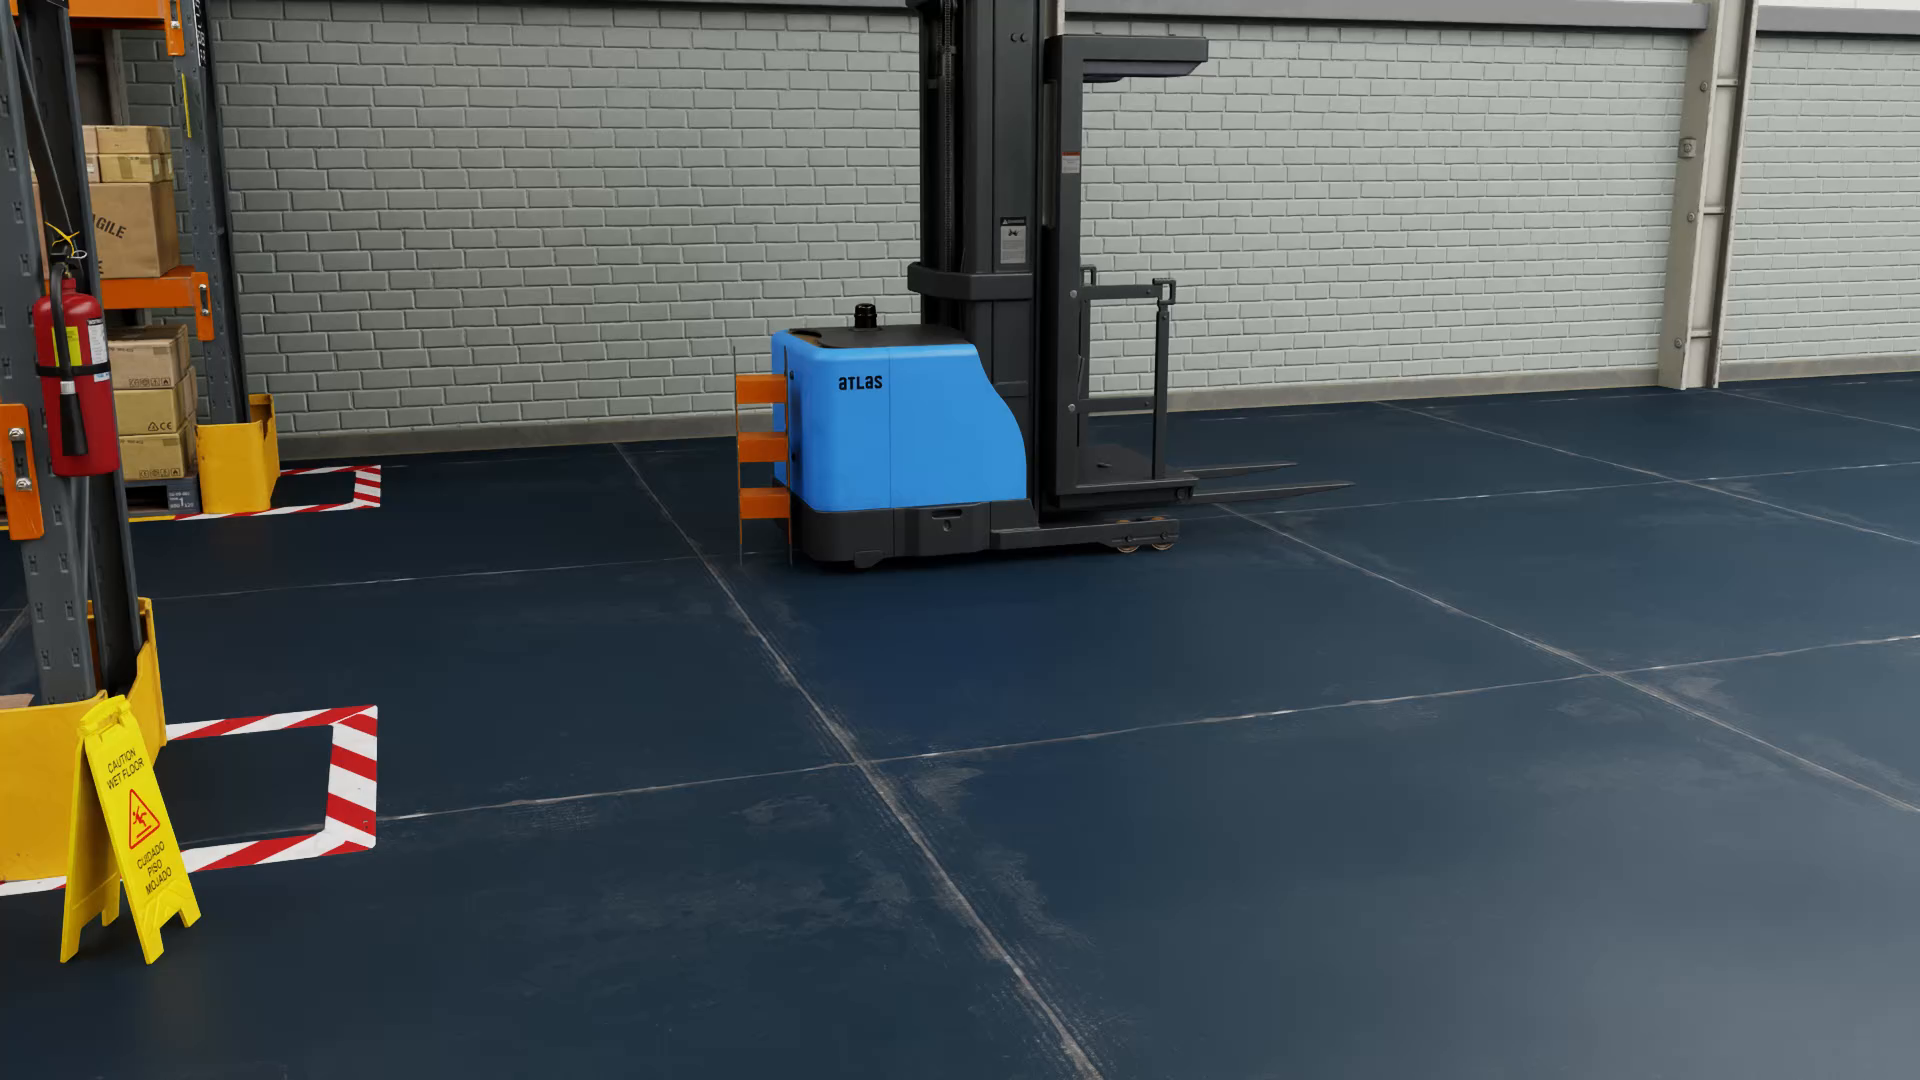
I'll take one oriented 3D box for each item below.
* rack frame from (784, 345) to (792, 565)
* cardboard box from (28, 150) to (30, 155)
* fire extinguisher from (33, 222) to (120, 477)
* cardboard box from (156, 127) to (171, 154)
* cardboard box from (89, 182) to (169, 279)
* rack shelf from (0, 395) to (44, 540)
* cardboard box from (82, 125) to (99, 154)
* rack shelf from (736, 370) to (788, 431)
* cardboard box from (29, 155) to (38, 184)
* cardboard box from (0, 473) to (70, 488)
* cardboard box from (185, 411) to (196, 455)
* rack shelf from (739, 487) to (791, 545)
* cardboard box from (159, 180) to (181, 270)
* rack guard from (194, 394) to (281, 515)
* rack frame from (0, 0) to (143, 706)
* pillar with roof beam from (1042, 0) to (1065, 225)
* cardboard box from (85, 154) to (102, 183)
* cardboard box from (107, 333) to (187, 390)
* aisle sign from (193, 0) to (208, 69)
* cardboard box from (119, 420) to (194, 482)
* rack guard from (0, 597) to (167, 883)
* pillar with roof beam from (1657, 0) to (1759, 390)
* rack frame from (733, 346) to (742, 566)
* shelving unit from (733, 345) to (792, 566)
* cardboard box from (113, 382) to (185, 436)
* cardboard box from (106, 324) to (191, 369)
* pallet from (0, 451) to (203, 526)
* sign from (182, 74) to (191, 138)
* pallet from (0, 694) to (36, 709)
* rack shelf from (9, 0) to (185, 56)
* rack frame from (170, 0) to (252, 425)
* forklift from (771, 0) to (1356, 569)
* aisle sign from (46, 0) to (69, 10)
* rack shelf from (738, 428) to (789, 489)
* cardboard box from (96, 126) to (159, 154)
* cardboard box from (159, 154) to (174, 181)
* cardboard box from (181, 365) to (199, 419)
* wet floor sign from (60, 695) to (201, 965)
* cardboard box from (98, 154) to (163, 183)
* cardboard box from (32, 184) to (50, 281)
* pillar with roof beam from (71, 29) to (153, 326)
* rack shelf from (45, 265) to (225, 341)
[{"bbox_3d":[-0.838,-0.413,8.109,0.008,1.050,0.200,-2,14,-8],"label":"rack frame"},{"bbox_3d":[-4.983,-2.121,8.817,0.250,0.149,0.380,-4,14,-17],"label":"cardboard box"},{"bbox_3d":[-2.405,-0.517,4.499,0.183,0.674,0.296,-4,14,-18],"label":"fire extinguisher"},{"bbox_3d":[-4.634,-2.266,9.427,0.250,0.149,0.380,-5,14,-19],"label":"cardboard box"},{"bbox_3d":[-4.630,-1.690,9.049,0.500,0.500,0.500,-5,14,-19],"label":"cardboard box"},{"bbox_3d":[-4.556,-0.149,4.342,4.000,0.370,1.077,-4,14,-18],"label":"rack shelf"},{"bbox_3d":[-4.744,-2.146,8.924,0.250,0.149,0.380,-4,14,-18],"label":"cardboard box"},{"bbox_3d":[-0.959,-0.674,8.029,0.240,0.259,0.215,-2,14,-8],"label":"rack shelf"},{"bbox_3d":[-4.985,-1.981,8.872,0.250,0.149,0.380,-4,14,-17],"label":"cardboard box"},{"bbox_3d":[-5.066,-0.463,9.142,0.500,0.250,0.500,-4,14,-18],"label":"cardboard box"},{"bbox_3d":[-4.775,-0.608,9.753,0.500,0.250,0.500,-4,14,-18],"label":"cardboard box"},{"bbox_3d":[-0.959,-0.128,8.159,0.240,0.259,0.215,-2,14,-8],"label":"rack shelf"},{"bbox_3d":[-4.806,-1.808,9.546,0.500,0.500,0.500,-4,14,-16],"label":"cardboard box"},{"bbox_3d":[-4.225,-0.521,9.752,0.348,0.500,1.175,-4,14,-18],"label":"rack guard"},{"bbox_3d":[-2.661,-0.647,4.880,0.127,3.000,1.000,-4,14,-18],"label":"rack frame"},{"bbox_3d":[1.865,-4.299,7.268,0.400,9.000,9.100,-4,14,-18],"label":"pillar with roof beam"},{"bbox_3d":[-4.719,-1.987,8.896,0.250,0.149,0.380,-4,14,-17],"label":"cardboard box"},{"bbox_3d":[-4.584,-0.986,9.179,0.500,0.250,0.500,-4,14,-16],"label":"cardboard box"},{"bbox_3d":[-4.091,-2.940,8.904,0.004,0.787,0.394,-4,14,-18],"label":"aisle sign"},{"bbox_3d":[-4.592,-0.498,9.288,0.500,0.250,0.500,-4,14,-18],"label":"cardboard box"},{"bbox_3d":[-2.733,0.575,5.145,0.348,0.500,1.175,-4,14,-18],"label":"rack guard"},{"bbox_3d":[7.552,-4.741,9.130,0.400,9.000,9.100,-4,14,-18],"label":"pillar with roof beam"},{"bbox_3d":[-1.080,-0.405,8.076,0.008,1.050,0.200,-2,14,-8],"label":"rack frame"},{"bbox_3d":[-0.959,-0.409,8.092,0.252,1.050,0.215,-2,14,-8],"label":"shelving unit"},{"bbox_3d":[-4.609,-0.740,9.228,0.500,0.250,0.500,-5,14,-19],"label":"cardboard box"},{"bbox_3d":[-4.763,-1.094,9.635,0.500,0.250,0.500,-5,14,-19],"label":"cardboard box"},{"bbox_3d":[-4.959,-0.313,9.502,1.213,0.211,1.003,-4,14,-18],"label":"pallet"},{"bbox_3d":[-4.088,-2.294,8.789,0.005,0.325,0.100,-4,14,-18],"label":"sign"},{"bbox_3d":[-3.514,0.768,4.959,1.213,0.211,1.003,-4,14,-18],"label":"pallet"},{"bbox_3d":[-6.143,-2.697,8.571,4.000,0.370,1.077,-4,14,-18],"label":"rack shelf"},{"bbox_3d":[-4.247,-1.735,9.455,0.127,3.000,1.000,-4,14,-18],"label":"rack frame"},{"bbox_3d":[0.591,-1.472,8.497,3.031,2.935,1.130,-4,14,-18],"label":"forklift"},{"bbox_3d":[-2.701,-1.984,4.884,0.004,0.787,0.394,-4,14,-18],"label":"aisle sign"},{"bbox_3d":[-0.959,-0.398,8.095,0.240,0.259,0.215,-2,14,-8],"label":"rack shelf"},{"bbox_3d":[-4.520,-2.171,9.029,0.250,0.149,0.380,-4,14,-18],"label":"cardboard box"},{"bbox_3d":[-4.652,-2.131,9.503,0.250,0.149,0.380,-5,14,-20],"label":"cardboard box"},{"bbox_3d":[-4.759,-0.856,9.713,0.500,0.250,0.500,-4,14,-17],"label":"cardboard box"},{"bbox_3d":[-2.139,0.719,4.225,0.232,0.644,0.267,0,13,1],"label":"wet floor sign"},{"bbox_3d":[-4.487,-2.012,9.003,0.250,0.149,0.380,-4,14,-17],"label":"cardboard box"},{"bbox_3d":[-5.125,-1.654,8.897,0.500,0.500,0.500,-4,14,-16],"label":"cardboard box"},{"bbox_3d":[-3.822,-3.856,5.407,0.400,9.000,9.100,-4,14,-18],"label":"pillar with roof beam"},{"bbox_3d":[-6.143,-1.238,8.918,4.000,0.370,1.077,-4,14,-18],"label":"rack shelf"}]
